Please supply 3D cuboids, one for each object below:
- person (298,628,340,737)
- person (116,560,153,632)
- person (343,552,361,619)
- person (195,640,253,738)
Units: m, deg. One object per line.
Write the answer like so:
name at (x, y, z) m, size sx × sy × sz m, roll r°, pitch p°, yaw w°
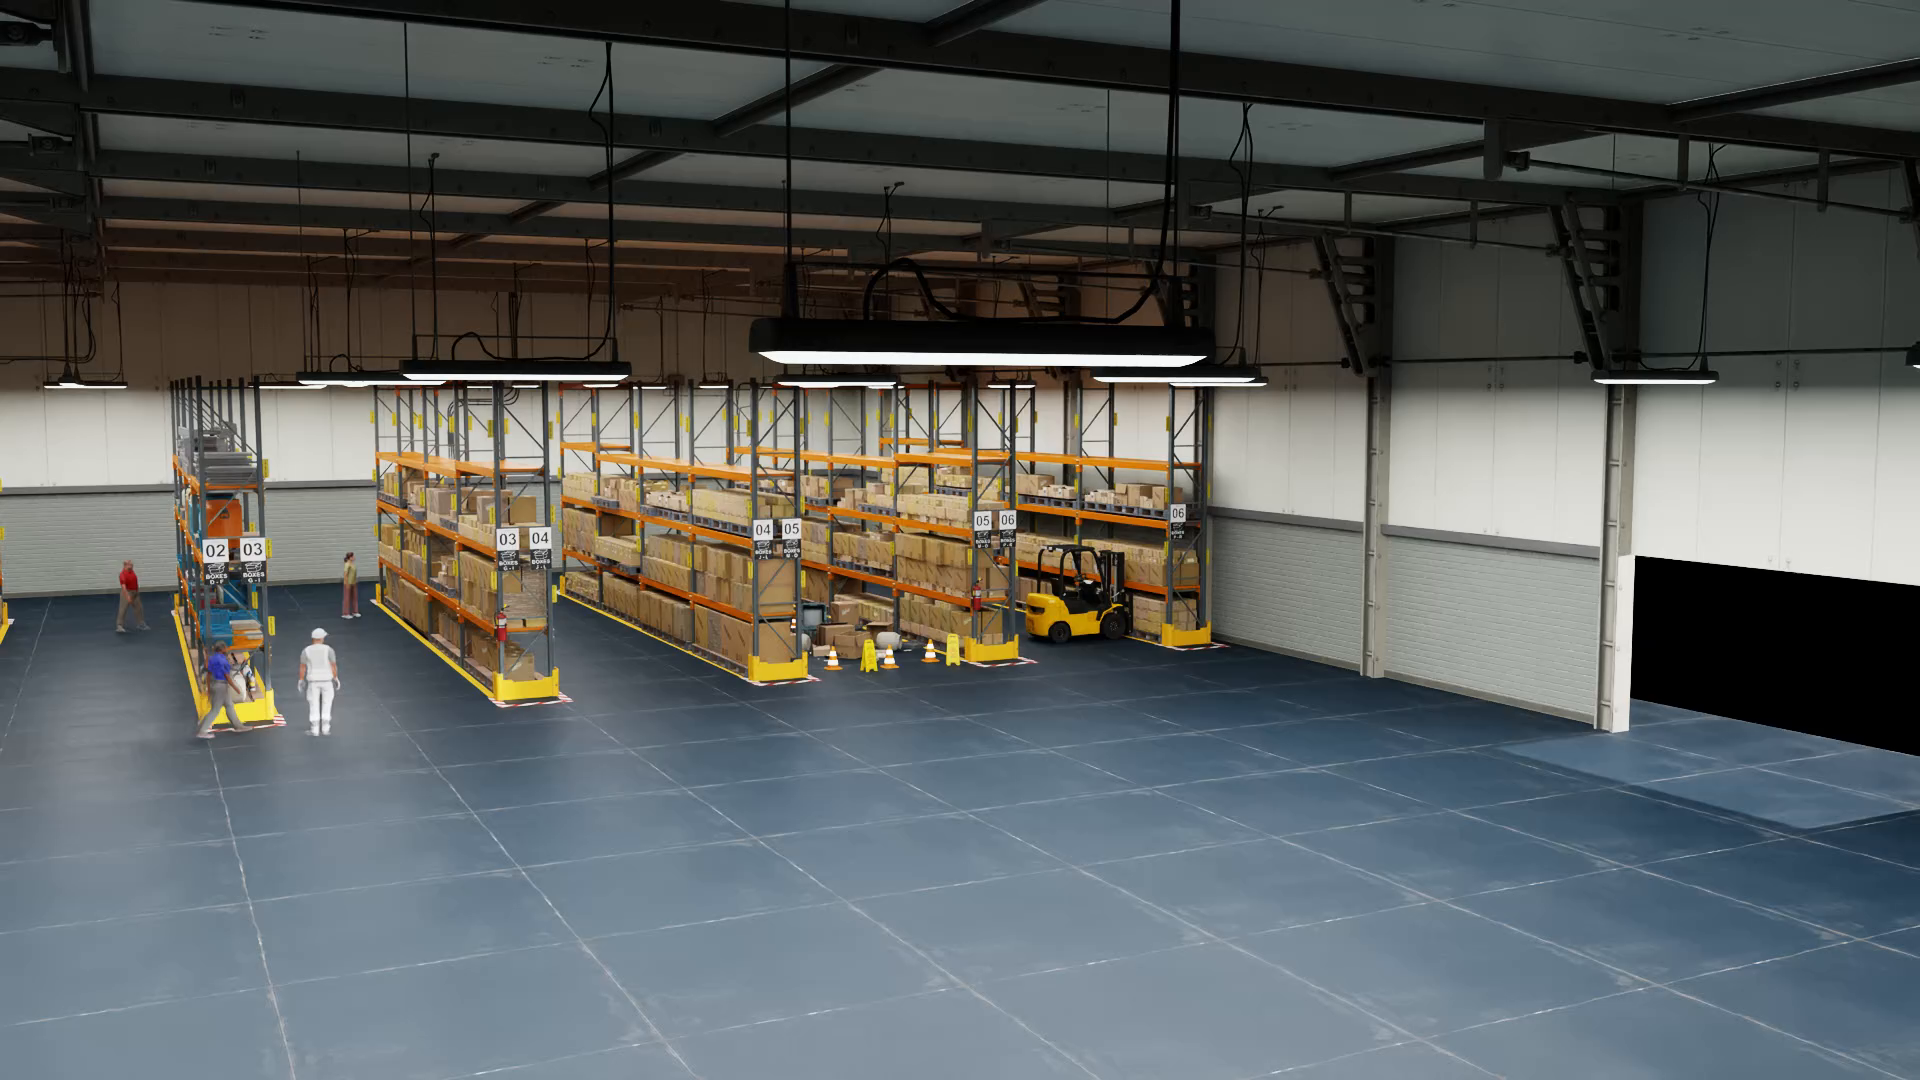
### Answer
person at (-10.668, 2.375, 27.664) m, size 0.663 × 1.824 × 0.365 m, roll -1°, pitch 5°, yaw -14°
person at (-19.836, 1.337, 39.825) m, size 0.597 × 1.749 × 0.712 m, roll 1°, pitch 5°, yaw 10°
person at (-15.461, 1.139, 42.210) m, size 0.383 × 1.689 × 0.508 m, roll 1°, pitch 5°, yaw 10°
person at (-12.204, 2.506, 27.567) m, size 0.975 × 1.476 × 0.473 m, roll -5°, pitch 7°, yaw -42°
